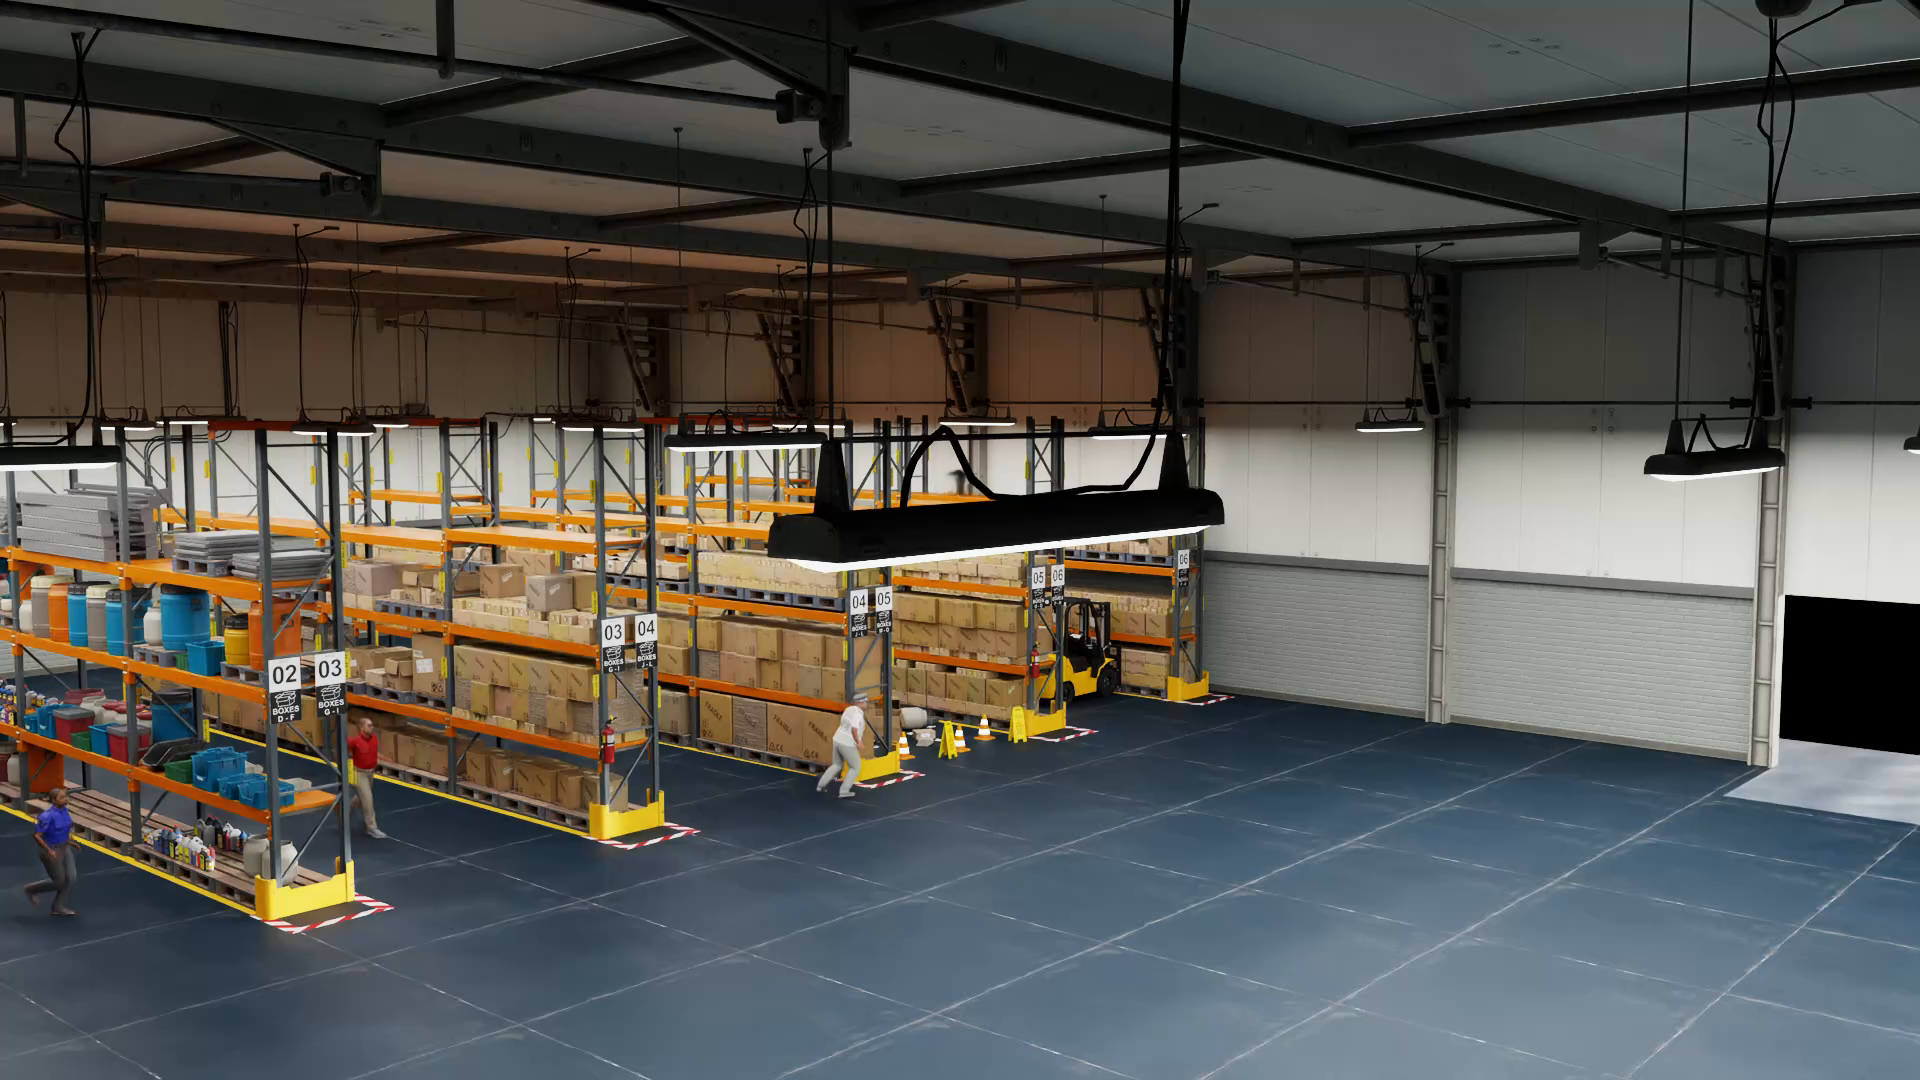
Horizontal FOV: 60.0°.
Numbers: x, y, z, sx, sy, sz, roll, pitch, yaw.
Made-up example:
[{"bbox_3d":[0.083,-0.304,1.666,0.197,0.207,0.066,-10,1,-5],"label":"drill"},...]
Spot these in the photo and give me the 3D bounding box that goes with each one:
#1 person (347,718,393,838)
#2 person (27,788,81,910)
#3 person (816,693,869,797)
[{"bbox_3d":[-8.793,3.458,24.352,0.964,1.737,0.636,2,5,19],"label":"person"},{"bbox_3d":[-11.168,3.801,20.472,0.524,1.527,0.559,1,5,12],"label":"person"},{"bbox_3d":[-1.897,3.288,26.668,0.826,1.670,0.586,-3,6,-33],"label":"person"}]
